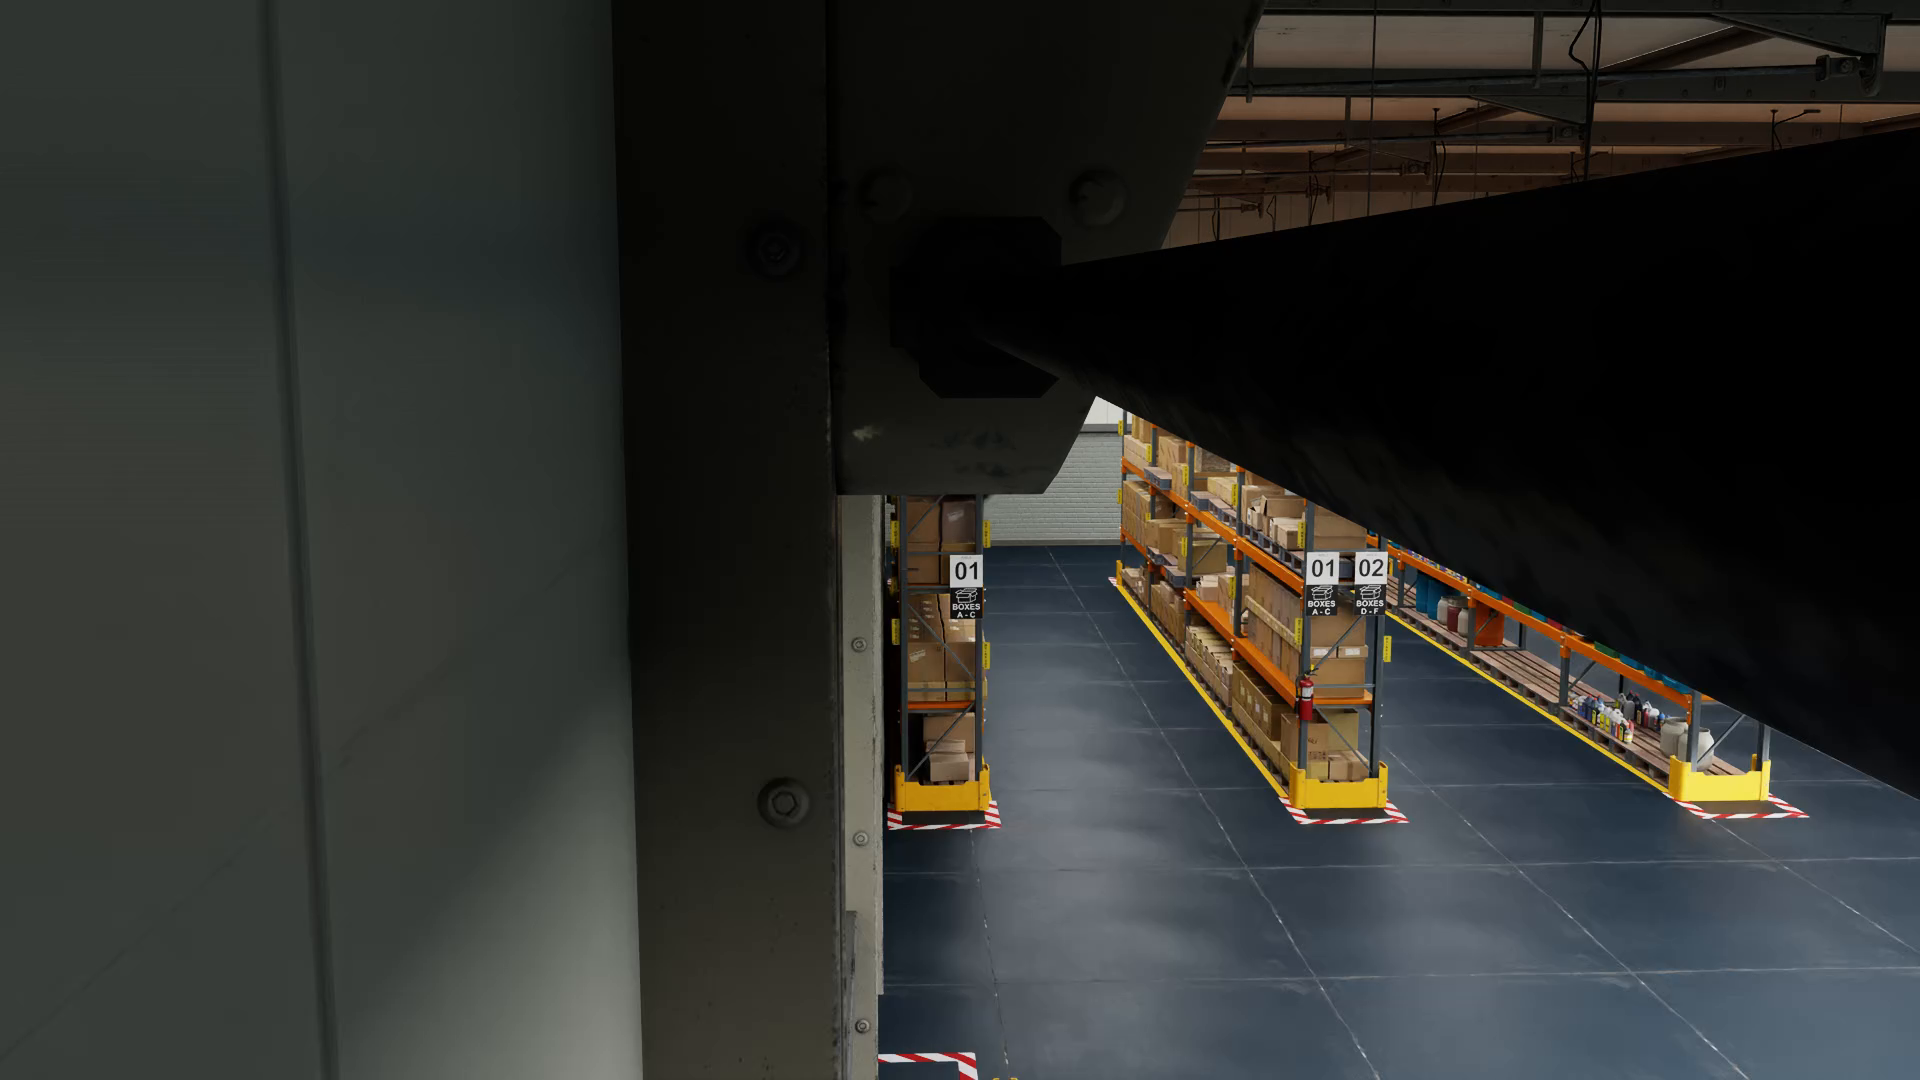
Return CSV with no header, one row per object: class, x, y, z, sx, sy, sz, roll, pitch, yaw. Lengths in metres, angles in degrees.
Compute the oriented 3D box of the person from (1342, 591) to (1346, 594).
person,6.962,0.981,30.972,0.550,1.708,0.780,-1,9,-9
